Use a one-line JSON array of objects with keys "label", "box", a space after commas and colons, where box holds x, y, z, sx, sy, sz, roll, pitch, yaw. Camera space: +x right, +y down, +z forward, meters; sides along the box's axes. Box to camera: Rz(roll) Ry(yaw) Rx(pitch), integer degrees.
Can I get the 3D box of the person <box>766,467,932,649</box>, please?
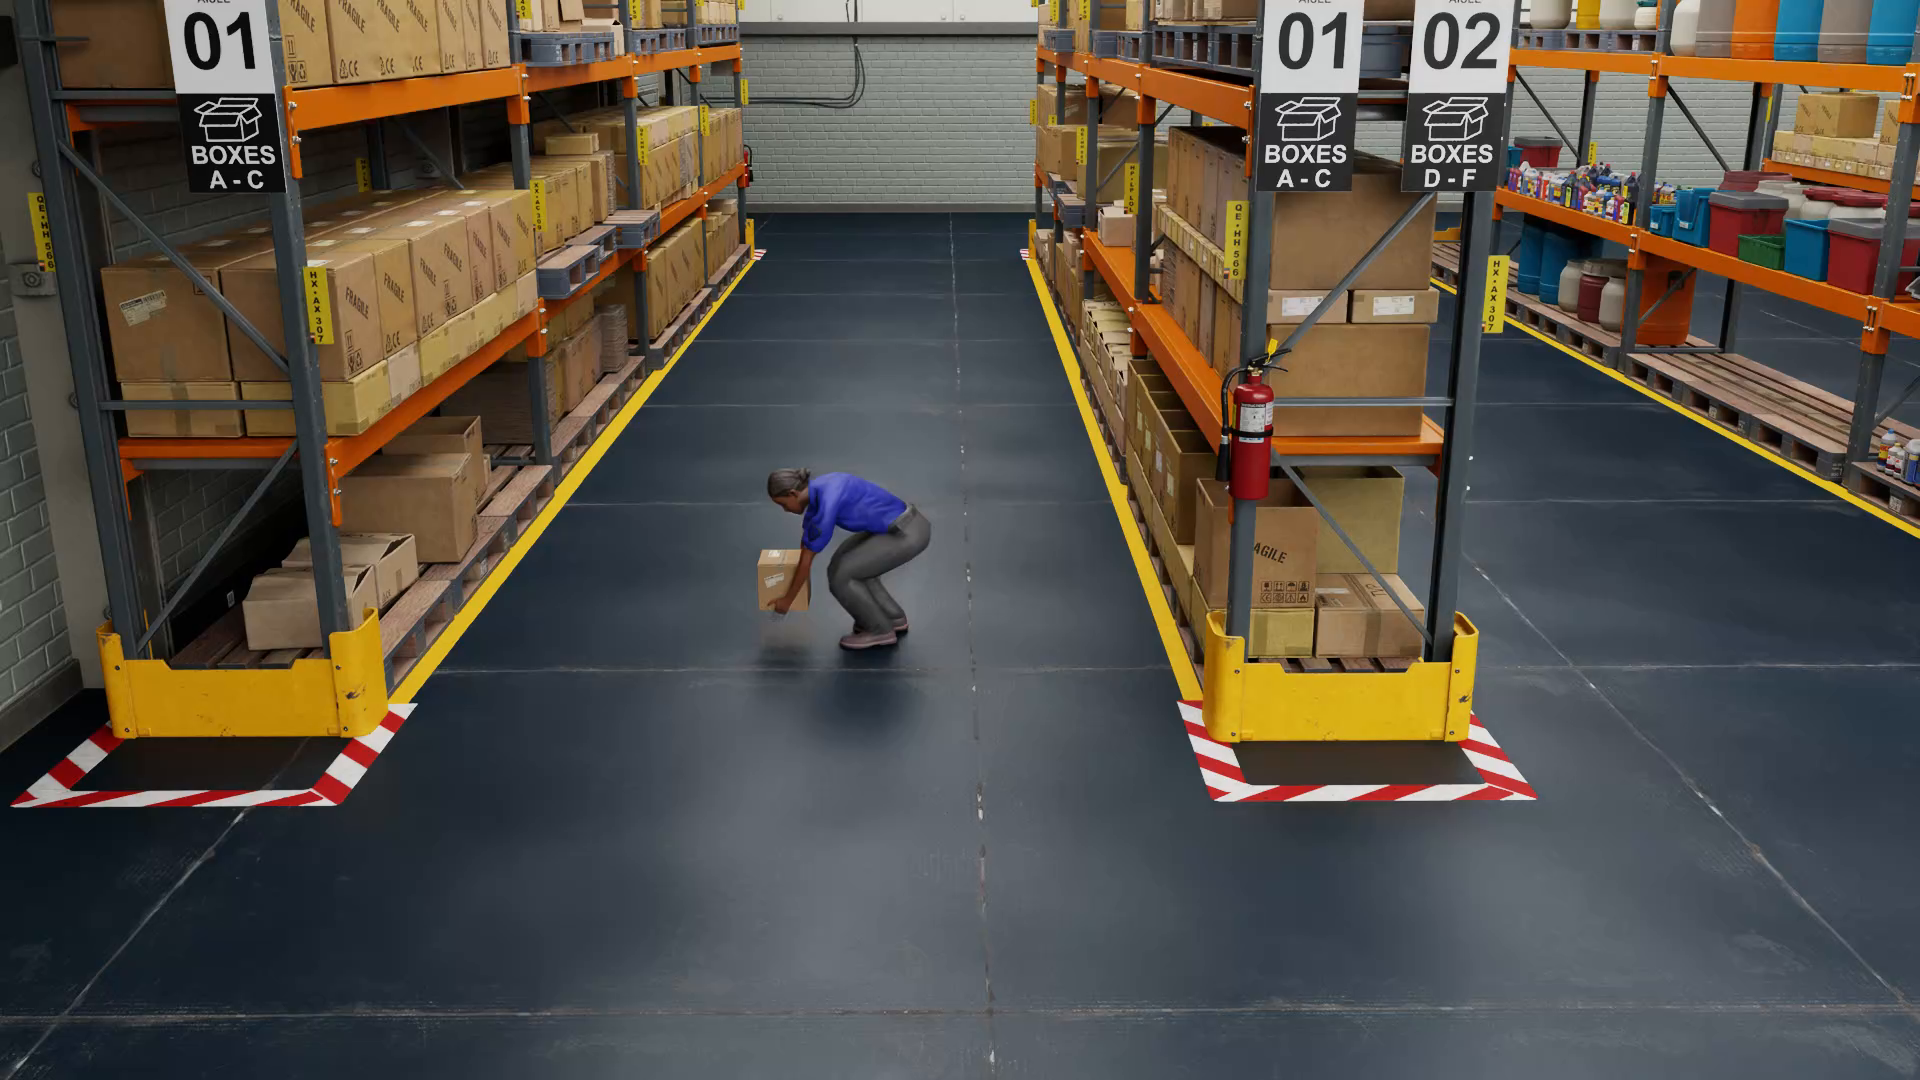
[{"label": "person", "box": [-0.570, 0.069, 8.555, 0.856, 0.941, 0.454, -1, 17, -3]}]
